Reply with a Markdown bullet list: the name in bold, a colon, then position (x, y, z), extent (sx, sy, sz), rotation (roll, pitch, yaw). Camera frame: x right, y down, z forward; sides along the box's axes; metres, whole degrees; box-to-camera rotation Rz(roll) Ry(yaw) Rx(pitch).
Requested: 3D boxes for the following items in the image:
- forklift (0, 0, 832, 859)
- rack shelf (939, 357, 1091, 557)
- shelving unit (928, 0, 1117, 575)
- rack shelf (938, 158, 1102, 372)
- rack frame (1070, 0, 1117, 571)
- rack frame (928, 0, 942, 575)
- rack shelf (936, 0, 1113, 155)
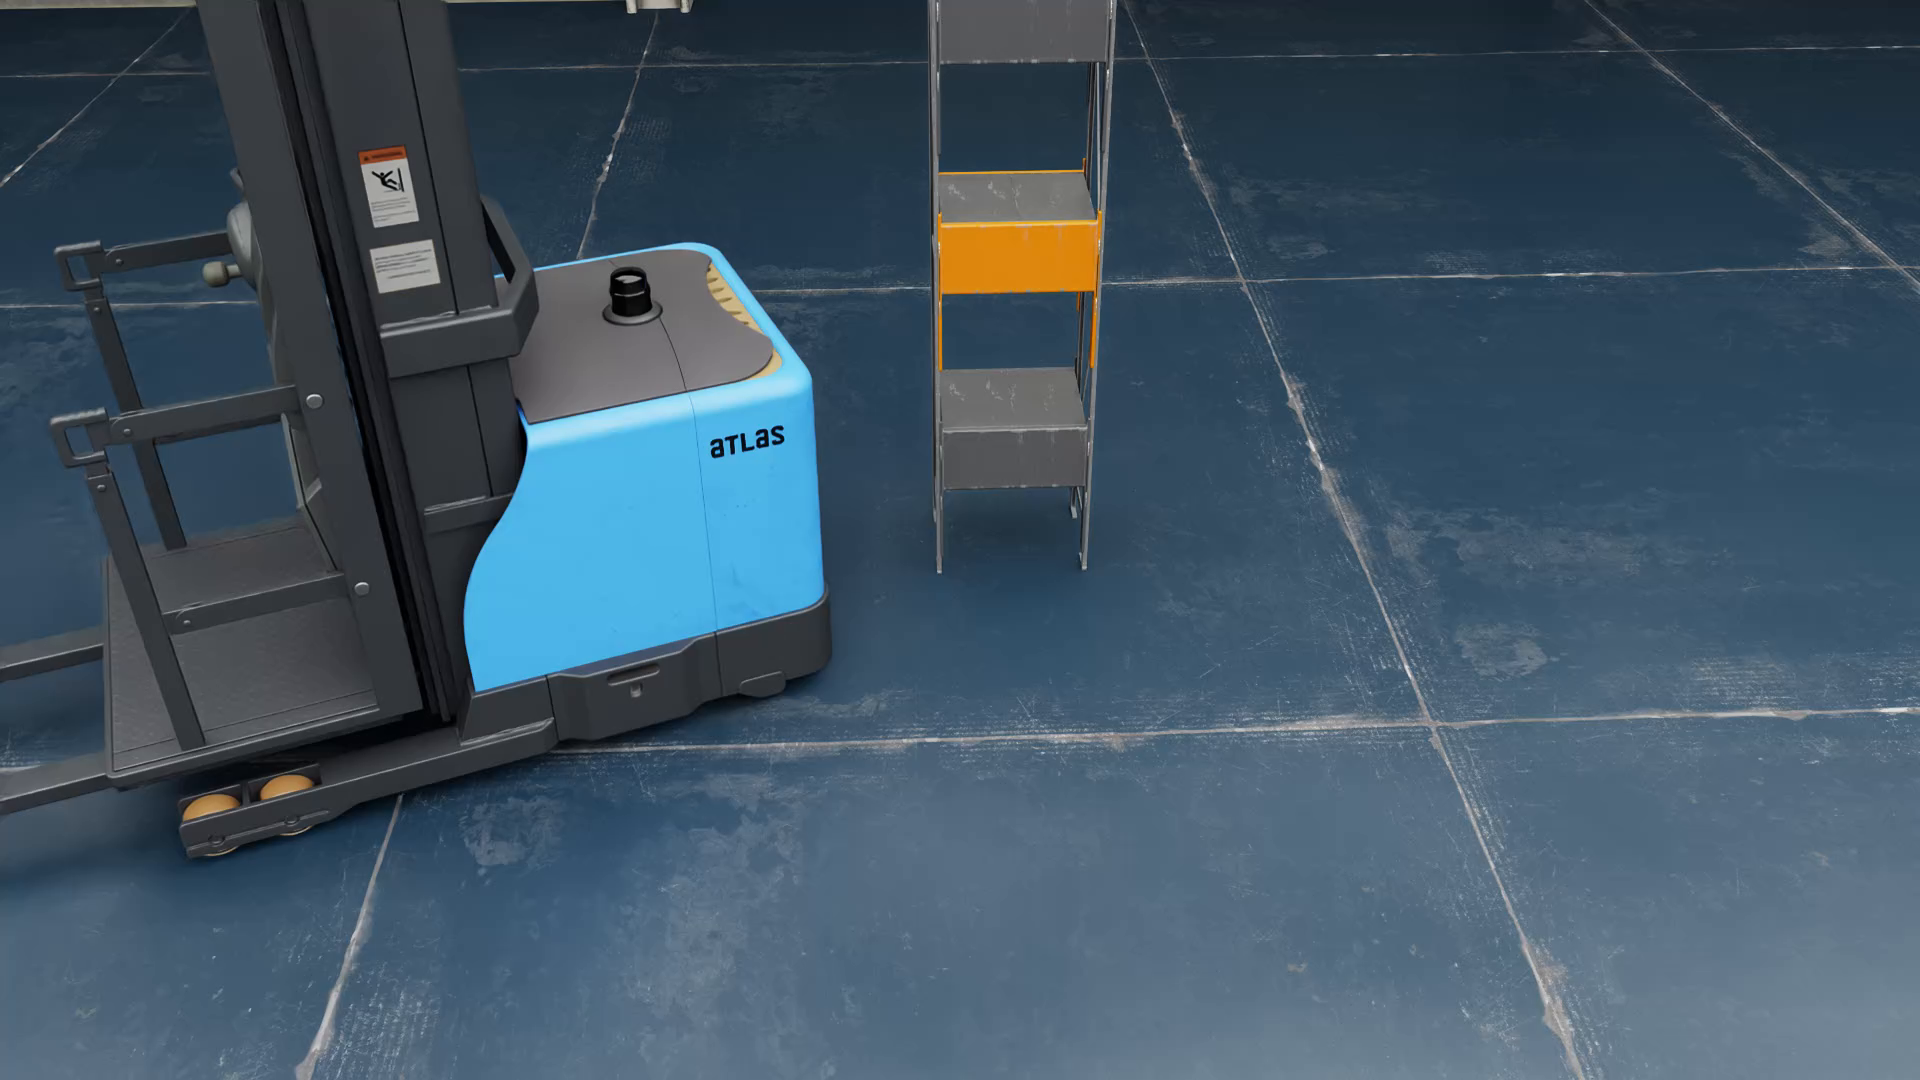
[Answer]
- **forklift**: position (-1.958, -0.692, 4.174), extent (3.031, 2.935, 1.130), rotation (-14, 37, -19)
- **rack shelf**: position (0.165, -0.281, 5.565), extent (0.480, 0.518, 0.431), rotation (-2, 35, -2)
- **shelving unit**: position (0.165, -0.868, 5.159), extent (0.503, 2.100, 0.431), rotation (-2, 35, -2)
- **rack shelf**: position (0.165, -0.857, 5.167), extent (0.480, 0.518, 0.431), rotation (-2, 35, -2)
- **rack frame**: position (0.409, -0.874, 5.168), extent (0.015, 2.100, 0.400), rotation (-2, 35, -2)
- **rack frame**: position (-0.078, -0.861, 5.149), extent (0.015, 2.100, 0.400), rotation (-2, 35, -2)
- **rack shelf**: position (0.165, -1.432, 4.768), extent (0.480, 0.518, 0.431), rotation (-2, 35, -2)
